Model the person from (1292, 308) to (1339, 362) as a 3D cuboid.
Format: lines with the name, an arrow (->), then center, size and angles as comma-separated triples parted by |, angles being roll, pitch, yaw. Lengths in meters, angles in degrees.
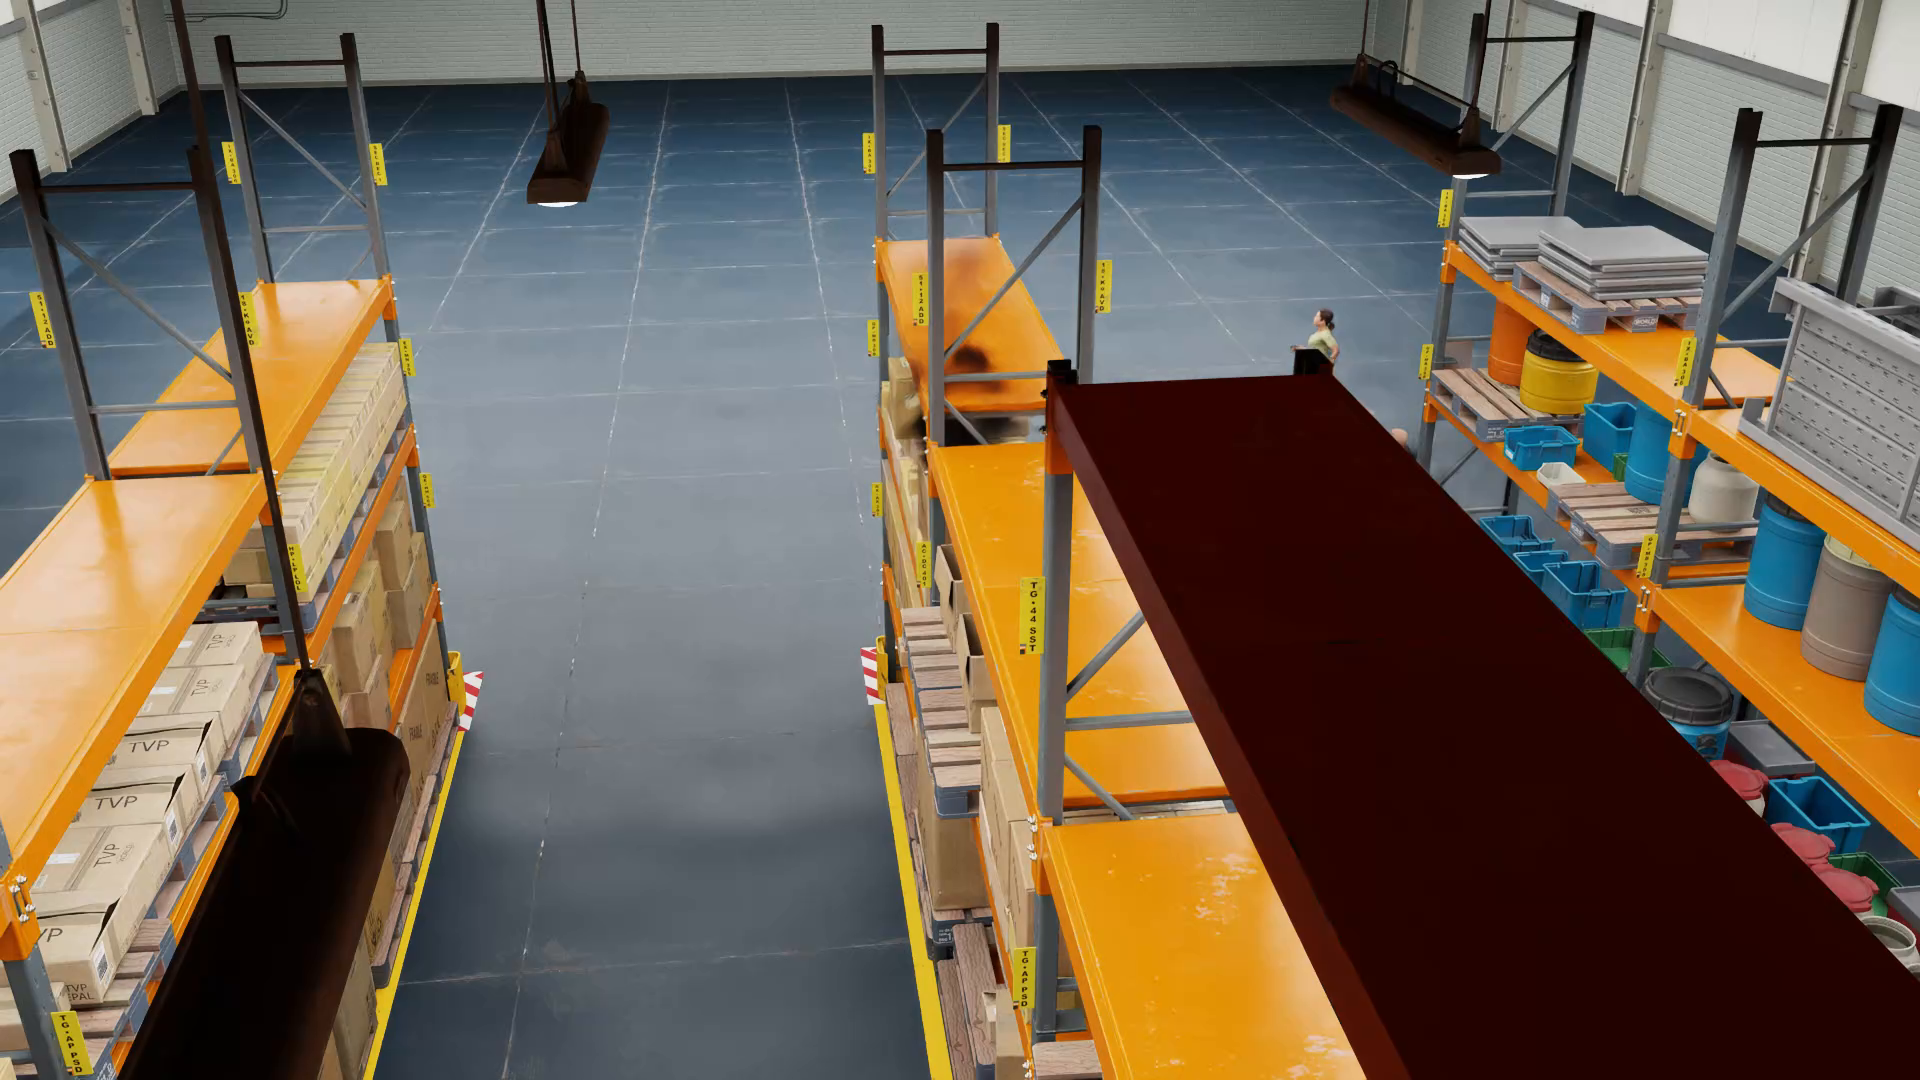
person -> 4.500, -2.118, 21.014 | 0.668, 1.661, 0.548 | 7, 26, 15

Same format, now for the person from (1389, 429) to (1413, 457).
person -> 4.453, -0.395, 17.379 | 0.614, 1.675, 0.672 | 15, 29, 29
